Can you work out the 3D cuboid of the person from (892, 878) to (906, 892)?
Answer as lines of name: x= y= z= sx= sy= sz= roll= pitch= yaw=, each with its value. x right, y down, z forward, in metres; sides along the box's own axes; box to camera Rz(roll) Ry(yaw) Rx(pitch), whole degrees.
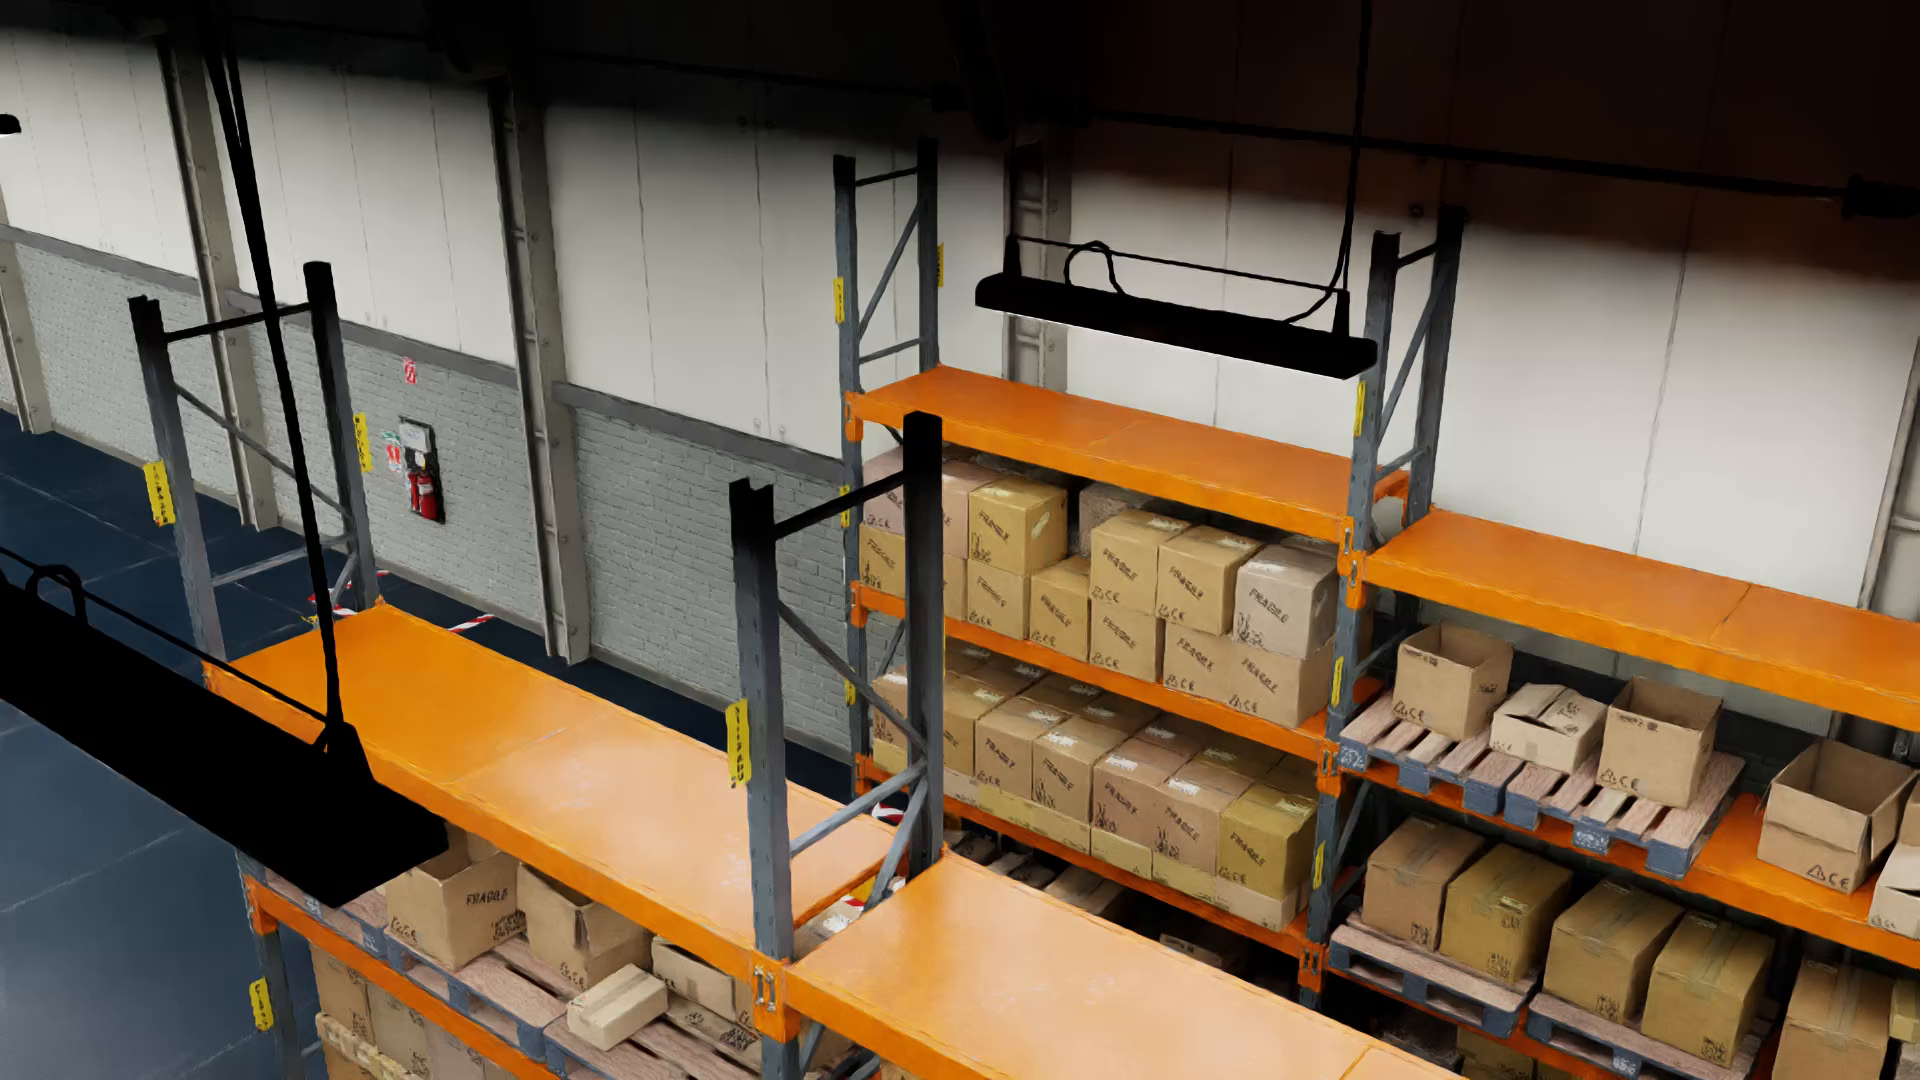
person: x=-0.182 y=3.007 z=11.197 sx=0.796 sy=1.716 sz=0.688 roll=7 pitch=24 yaw=17
